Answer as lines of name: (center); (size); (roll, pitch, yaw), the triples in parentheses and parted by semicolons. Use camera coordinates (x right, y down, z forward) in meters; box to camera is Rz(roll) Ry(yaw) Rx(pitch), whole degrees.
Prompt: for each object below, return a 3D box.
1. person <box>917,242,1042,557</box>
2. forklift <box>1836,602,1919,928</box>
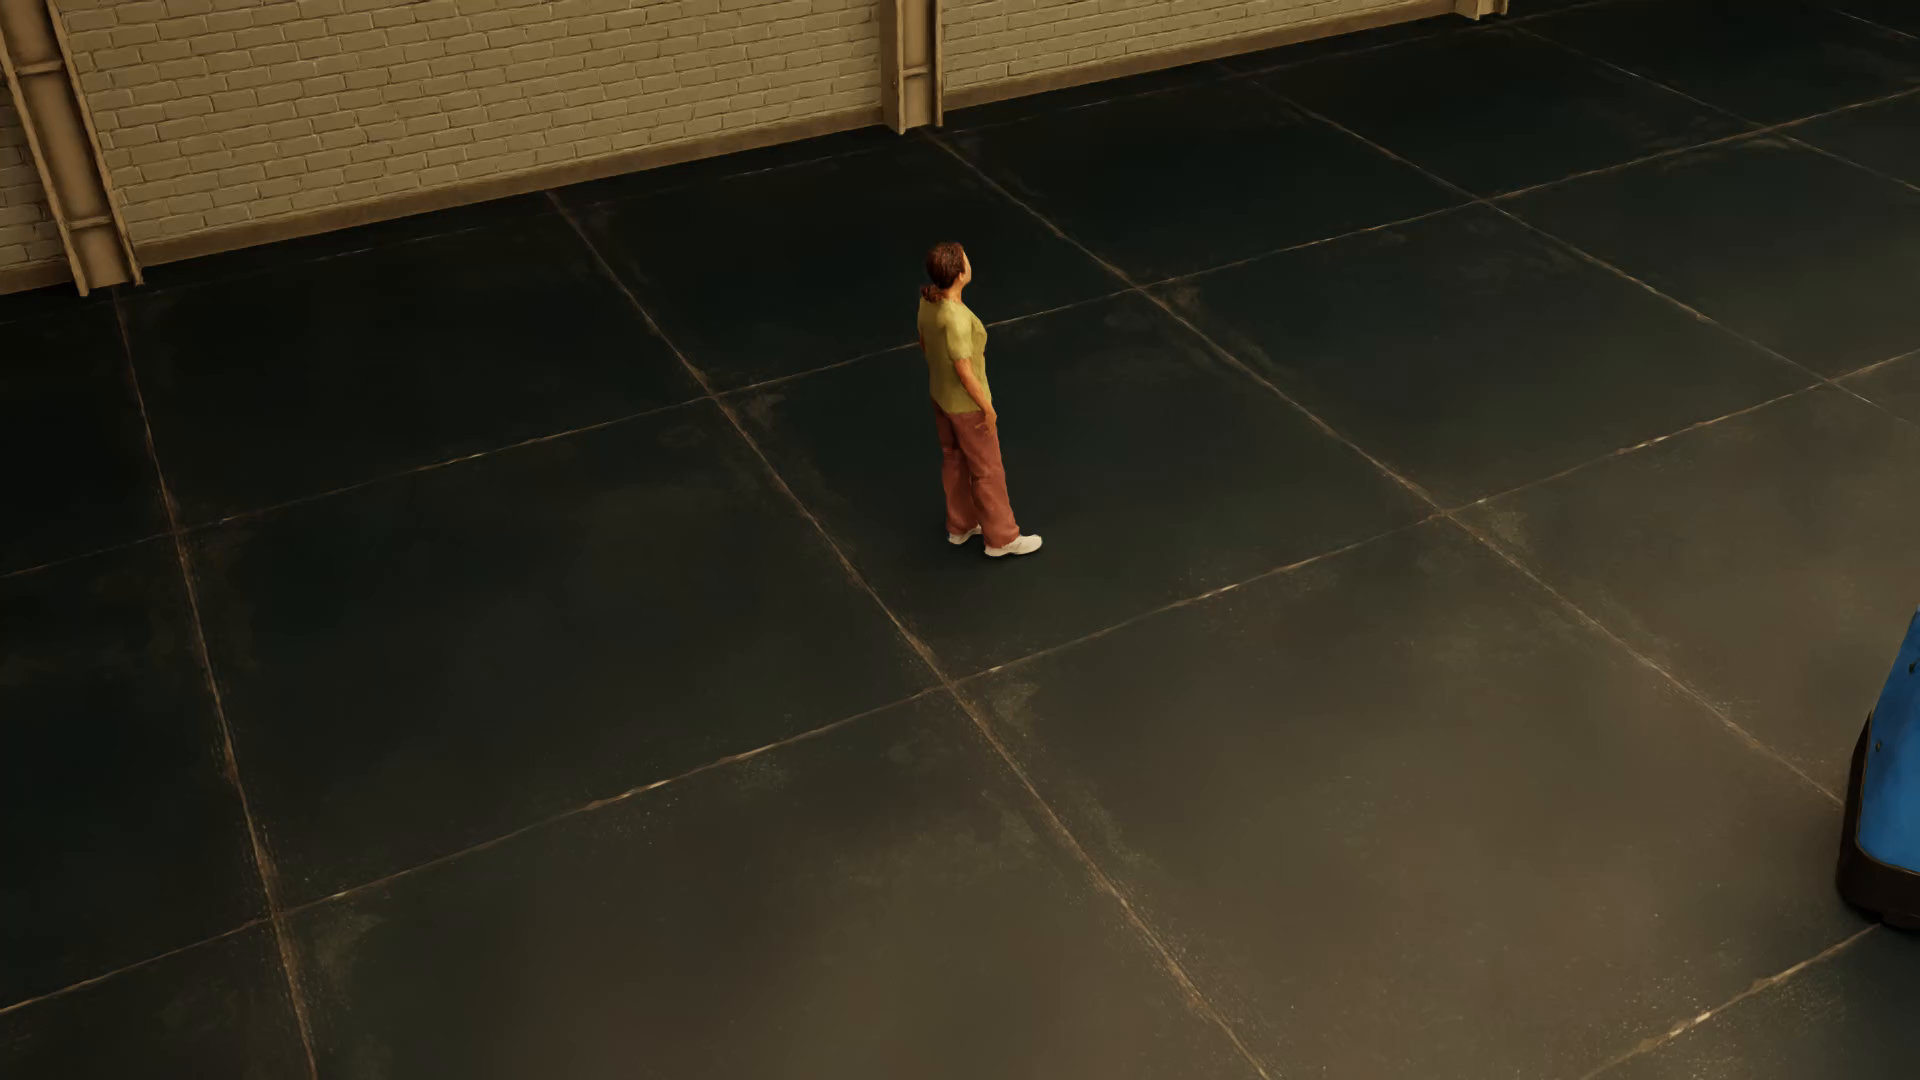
person: (0.070, -0.705, 8.195); (0.548, 1.674, 0.554); (-17, 39, -23)
forklift: (5.023, 0.412, 5.541); (3.031, 2.935, 1.130); (17, 39, 22)
